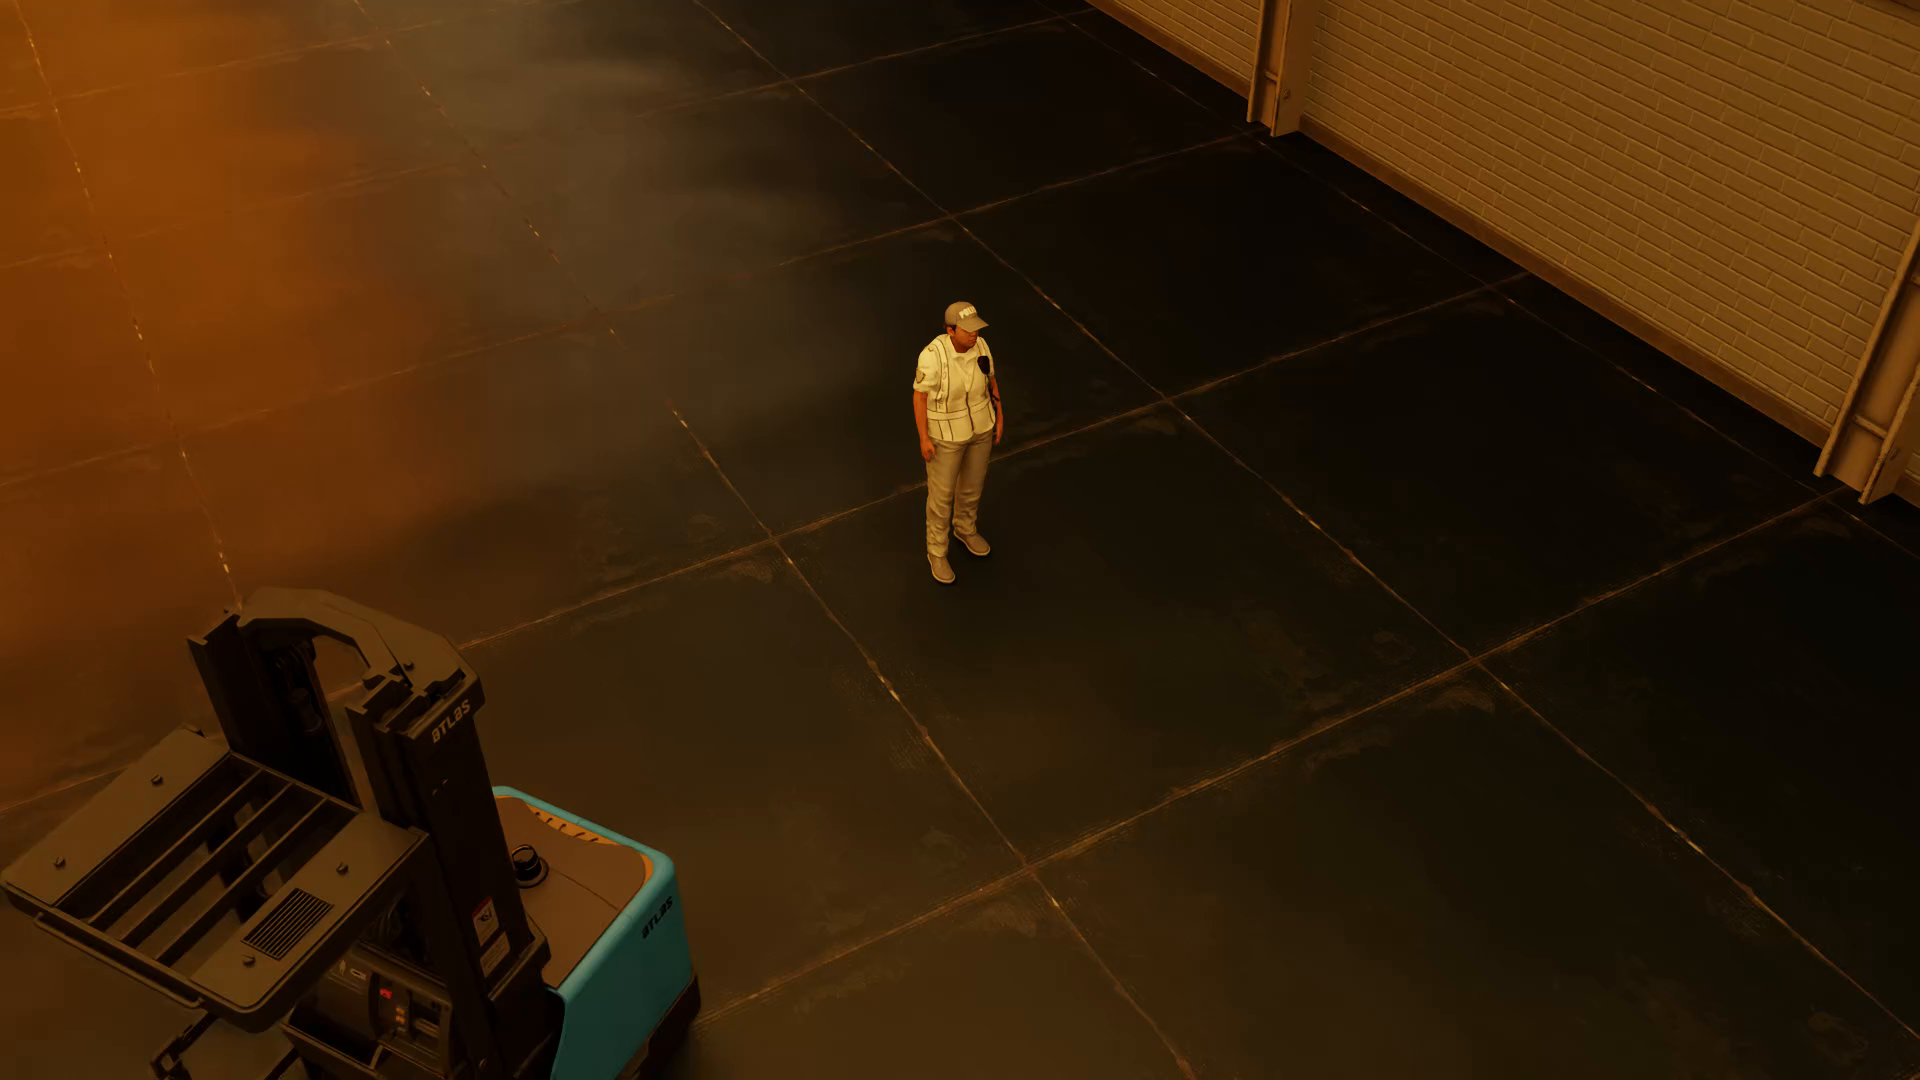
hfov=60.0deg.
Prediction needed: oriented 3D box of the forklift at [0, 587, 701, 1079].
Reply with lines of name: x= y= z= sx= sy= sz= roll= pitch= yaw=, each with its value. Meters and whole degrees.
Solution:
forklift: x=-2.312 y=1.741 z=5.937 sx=1.130 sy=2.935 sz=3.031 roll=18 pitch=43 yaw=21

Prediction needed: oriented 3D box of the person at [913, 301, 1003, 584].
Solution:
person: x=0.018 y=-0.597 z=9.736 sx=0.598 sy=1.670 sz=0.529 roll=-20 pitch=44 yaw=-23
